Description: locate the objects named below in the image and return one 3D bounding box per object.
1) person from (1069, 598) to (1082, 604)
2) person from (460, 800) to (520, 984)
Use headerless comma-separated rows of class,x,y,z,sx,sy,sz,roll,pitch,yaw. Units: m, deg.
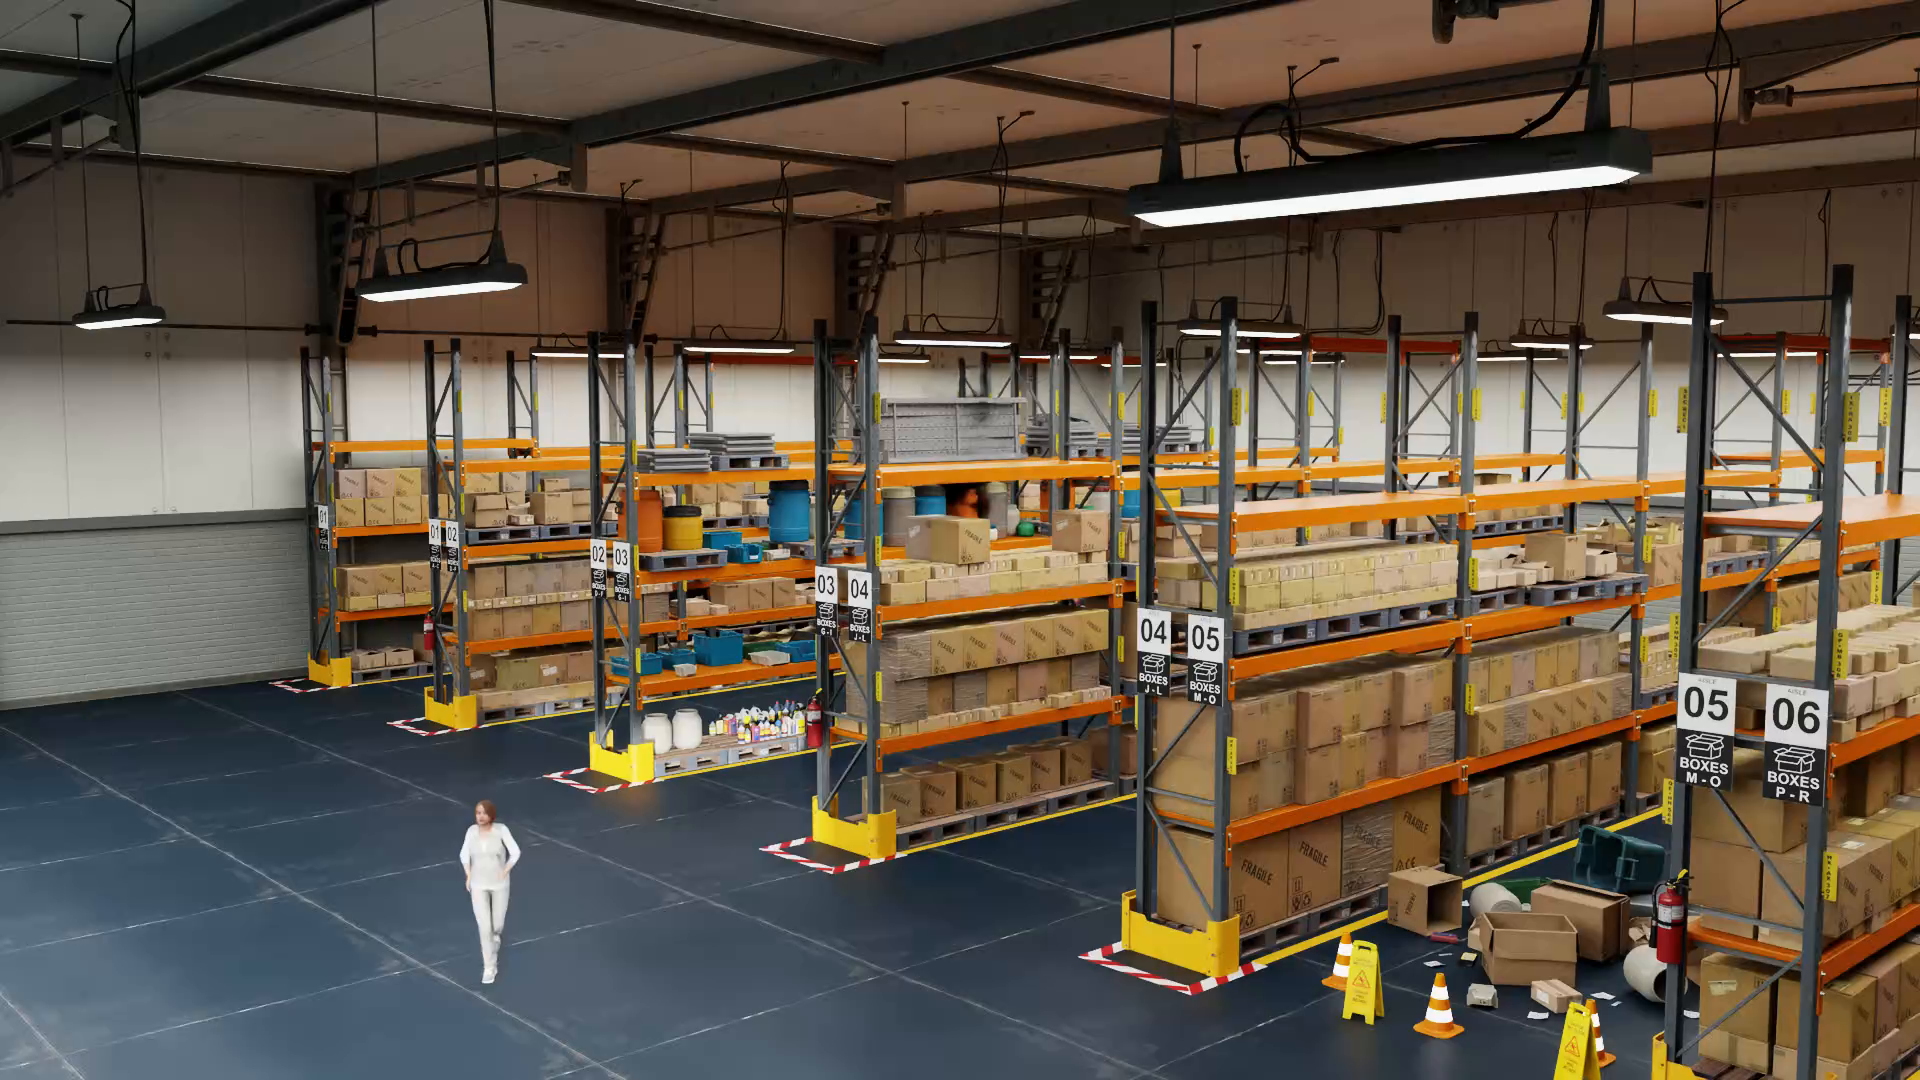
person,2.238,1.448,32.514,0.564,1.682,0.929,4,6,37
person,-4.190,3.088,14.835,0.534,1.587,0.660,-1,5,-8
